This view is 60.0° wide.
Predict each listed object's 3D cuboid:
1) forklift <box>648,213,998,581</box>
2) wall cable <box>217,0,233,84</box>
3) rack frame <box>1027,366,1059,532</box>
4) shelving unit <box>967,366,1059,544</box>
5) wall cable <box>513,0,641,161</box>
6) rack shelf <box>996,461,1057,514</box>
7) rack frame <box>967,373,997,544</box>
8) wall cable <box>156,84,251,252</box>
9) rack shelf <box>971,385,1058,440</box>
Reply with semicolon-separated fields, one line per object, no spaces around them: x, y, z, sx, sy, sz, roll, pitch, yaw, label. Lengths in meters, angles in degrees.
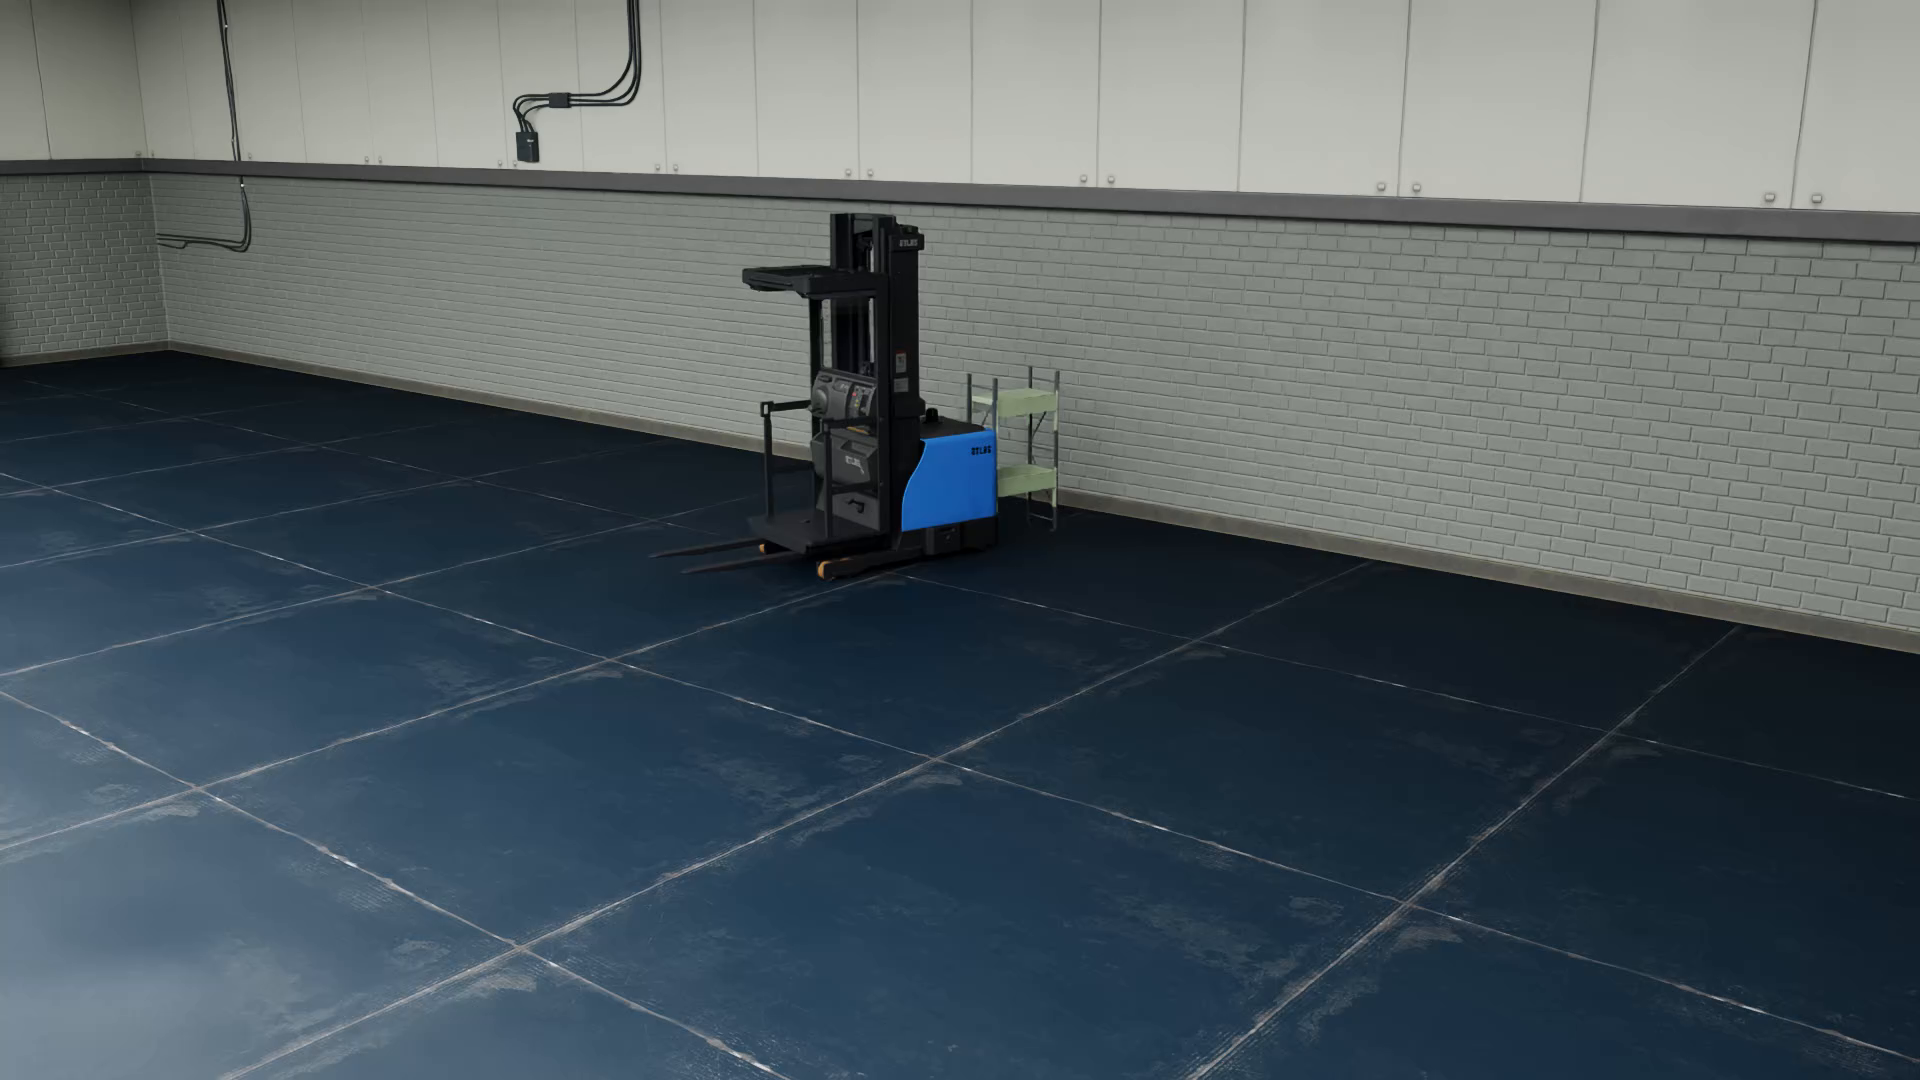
-1.156;-1.228;14.006;3.031;2.935;1.130;-10;17;-34;forklift
-9.864;-7.806;23.624;3.097;2.526;0.112;11;18;38;wall cable
0.766;-0.842;15.393;0.023;1.500;0.400;-11;18;-37;rack frame
0.481;-0.786;15.170;0.755;1.500;0.431;-11;18;-37;shelving unit
-4.594;-7.458;19.298;2.305;6.003;0.169;11;18;38;wall cable
0.481;-0.470;15.250;0.720;0.370;0.431;-11;18;-37;rack shelf
0.196;-0.729;14.948;0.023;1.500;0.400;-11;18;-37;rack frame
-11.968;-5.777;25.894;3.097;2.526;0.112;11;18;38;wall cable
0.481;-1.164;15.074;0.720;0.370;0.431;-11;18;-37;rack shelf
